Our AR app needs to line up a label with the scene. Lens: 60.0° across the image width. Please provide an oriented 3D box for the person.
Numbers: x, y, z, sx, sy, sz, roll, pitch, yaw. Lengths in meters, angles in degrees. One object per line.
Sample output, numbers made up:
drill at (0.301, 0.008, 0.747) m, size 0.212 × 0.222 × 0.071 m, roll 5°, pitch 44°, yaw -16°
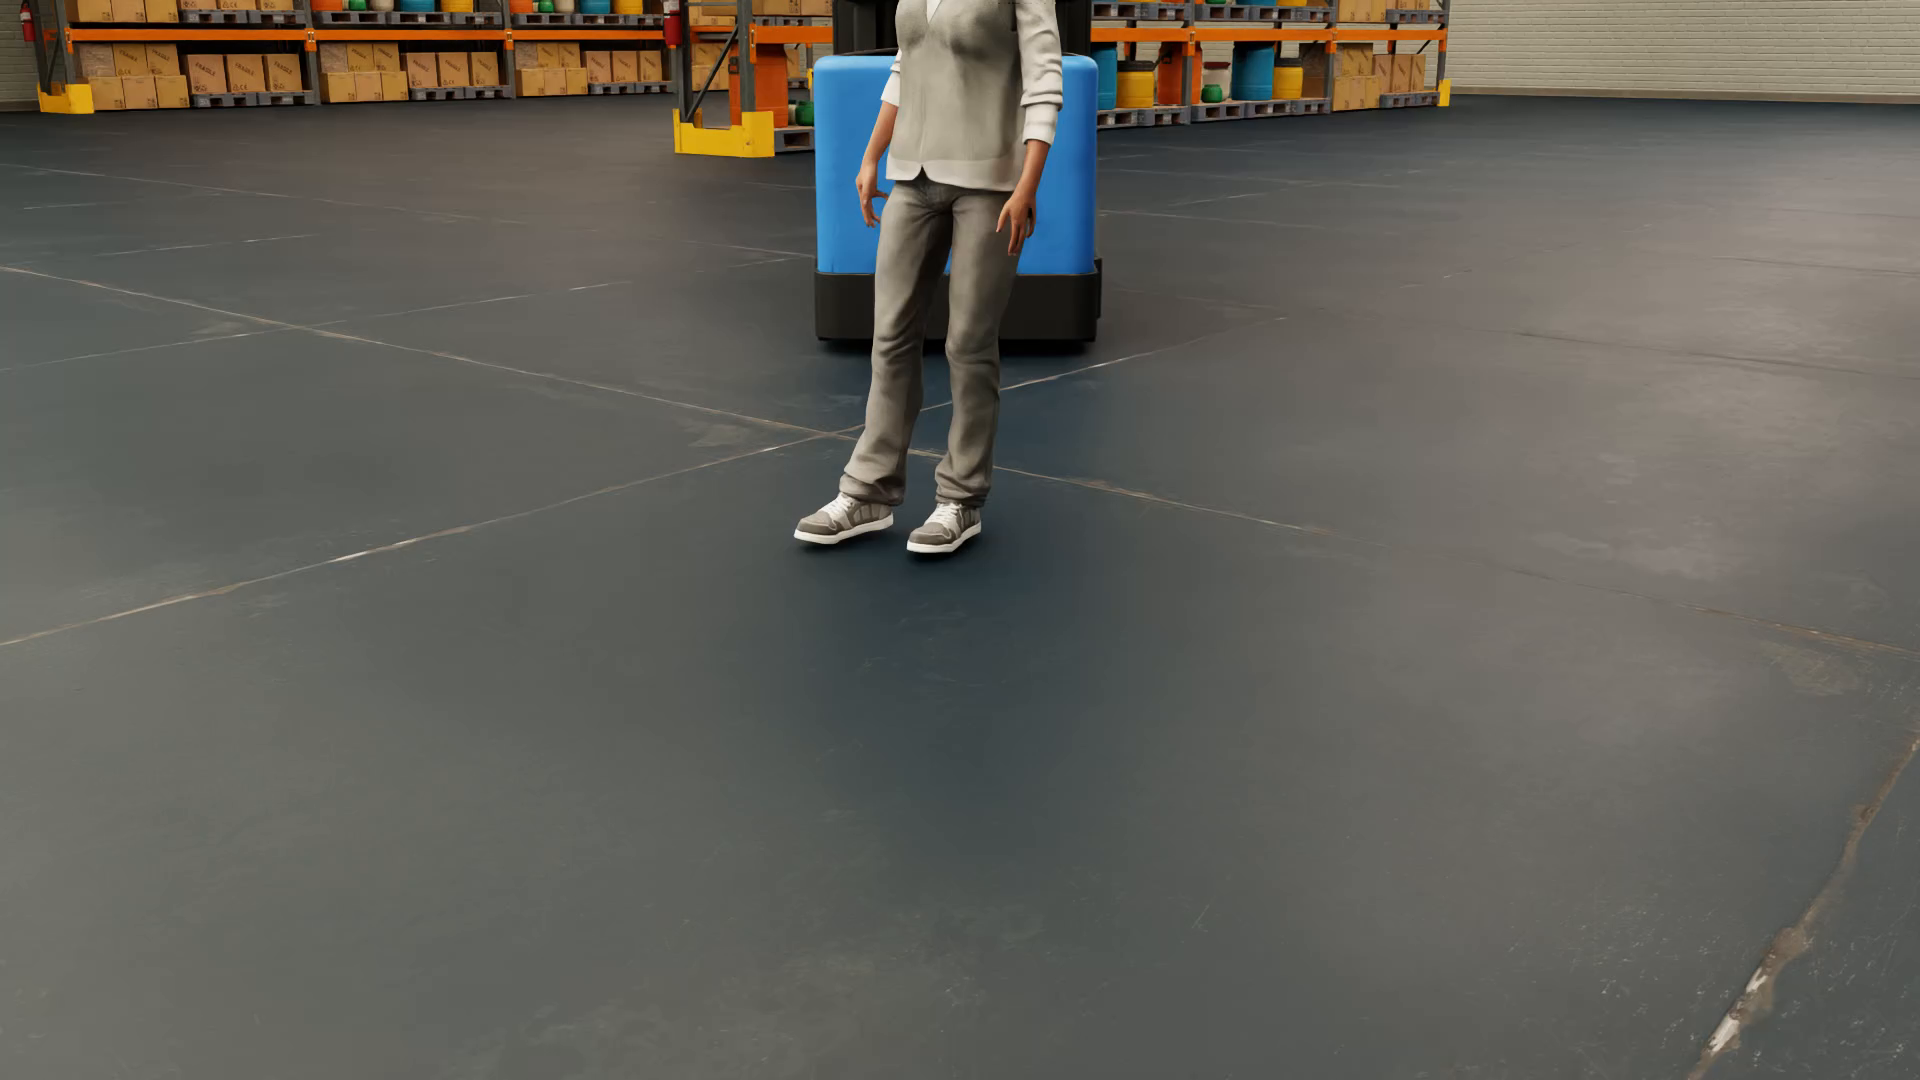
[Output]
person at (-0.058, -0.755, 3.662) m, size 0.521 × 1.595 × 0.473 m, roll 13°, pitch 21°, yaw 37°

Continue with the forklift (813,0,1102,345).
forklift at (0.013, -2.511, 7.167) m, size 1.130 × 2.935 × 3.031 m, roll 0°, pitch 17°, yaw 1°
